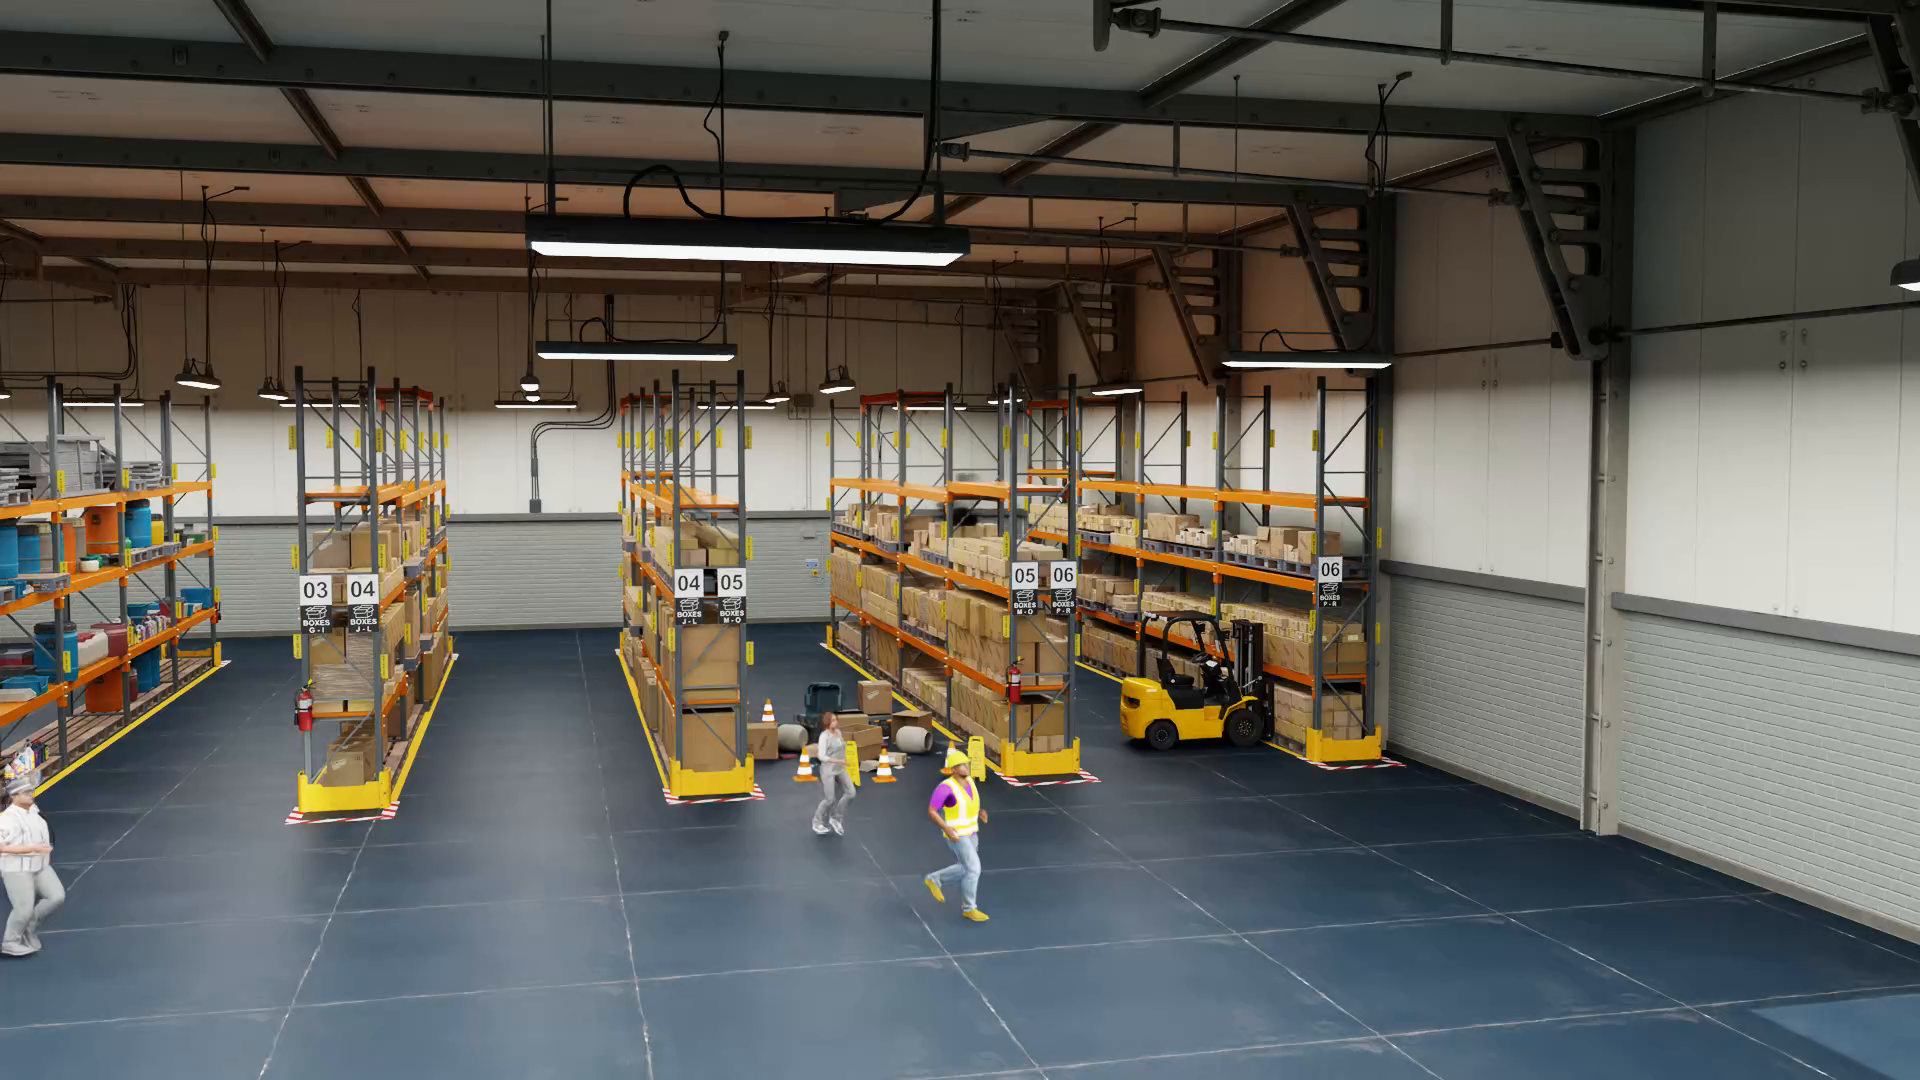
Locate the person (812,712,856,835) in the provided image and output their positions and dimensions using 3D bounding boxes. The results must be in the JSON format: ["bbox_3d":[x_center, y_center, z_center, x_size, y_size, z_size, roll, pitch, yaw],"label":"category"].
[{"bbox_3d":[-1.604,2.966,21.060,0.629,1.556,0.545,2,4,35],"label":"person"}]

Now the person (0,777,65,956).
[{"bbox_3d":[-8.989,3.164,16.119,0.645,1.760,0.633,1,3,9],"label":"person"}]

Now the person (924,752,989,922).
[{"bbox_3d":[-0.029,3.092,17.512,0.779,1.758,0.691,2,4,30],"label":"person"}]
